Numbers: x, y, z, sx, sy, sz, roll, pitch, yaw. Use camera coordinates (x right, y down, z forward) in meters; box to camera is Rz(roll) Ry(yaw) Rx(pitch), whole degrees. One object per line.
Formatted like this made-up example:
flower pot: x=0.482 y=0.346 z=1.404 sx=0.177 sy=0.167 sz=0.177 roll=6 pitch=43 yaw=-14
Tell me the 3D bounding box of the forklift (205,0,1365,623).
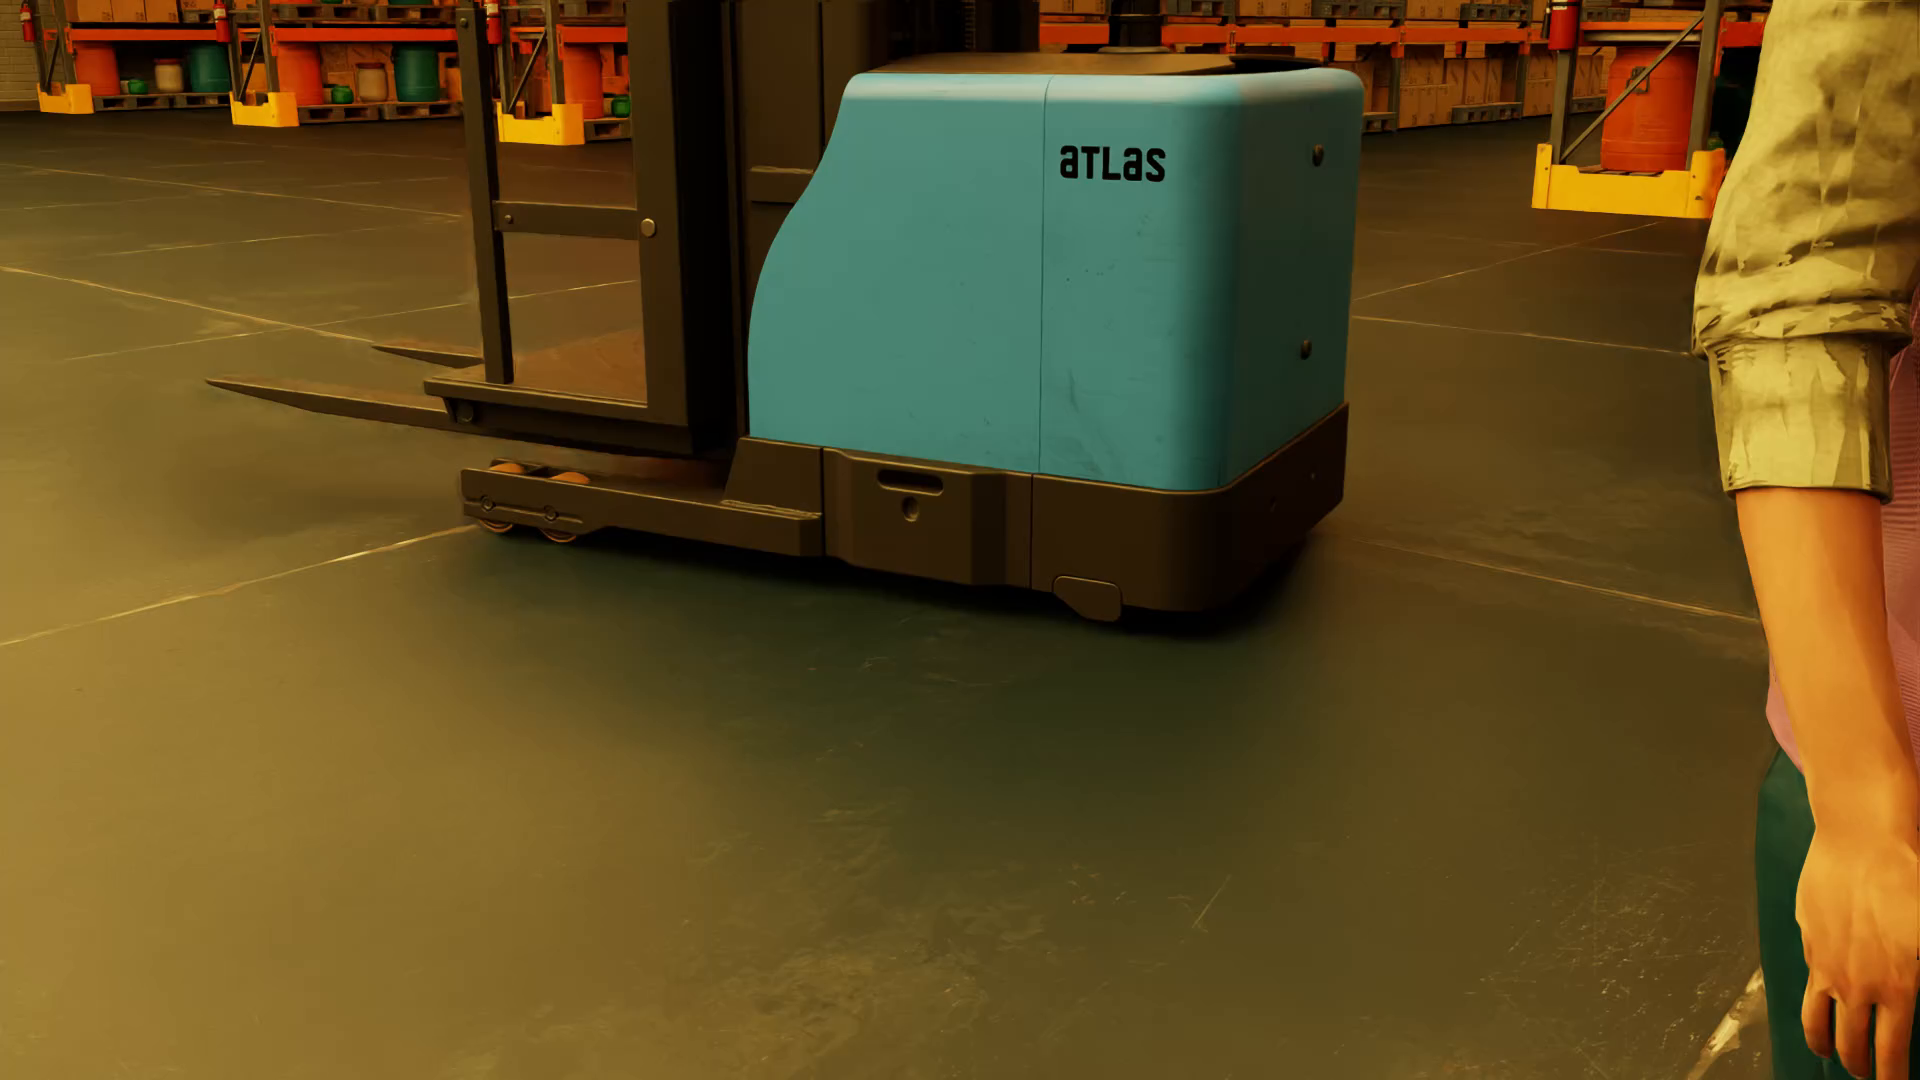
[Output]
forklift: x=-0.620 y=-1.520 z=3.905 sx=3.031 sy=2.935 sz=1.130 roll=9 pitch=19 yaw=26
